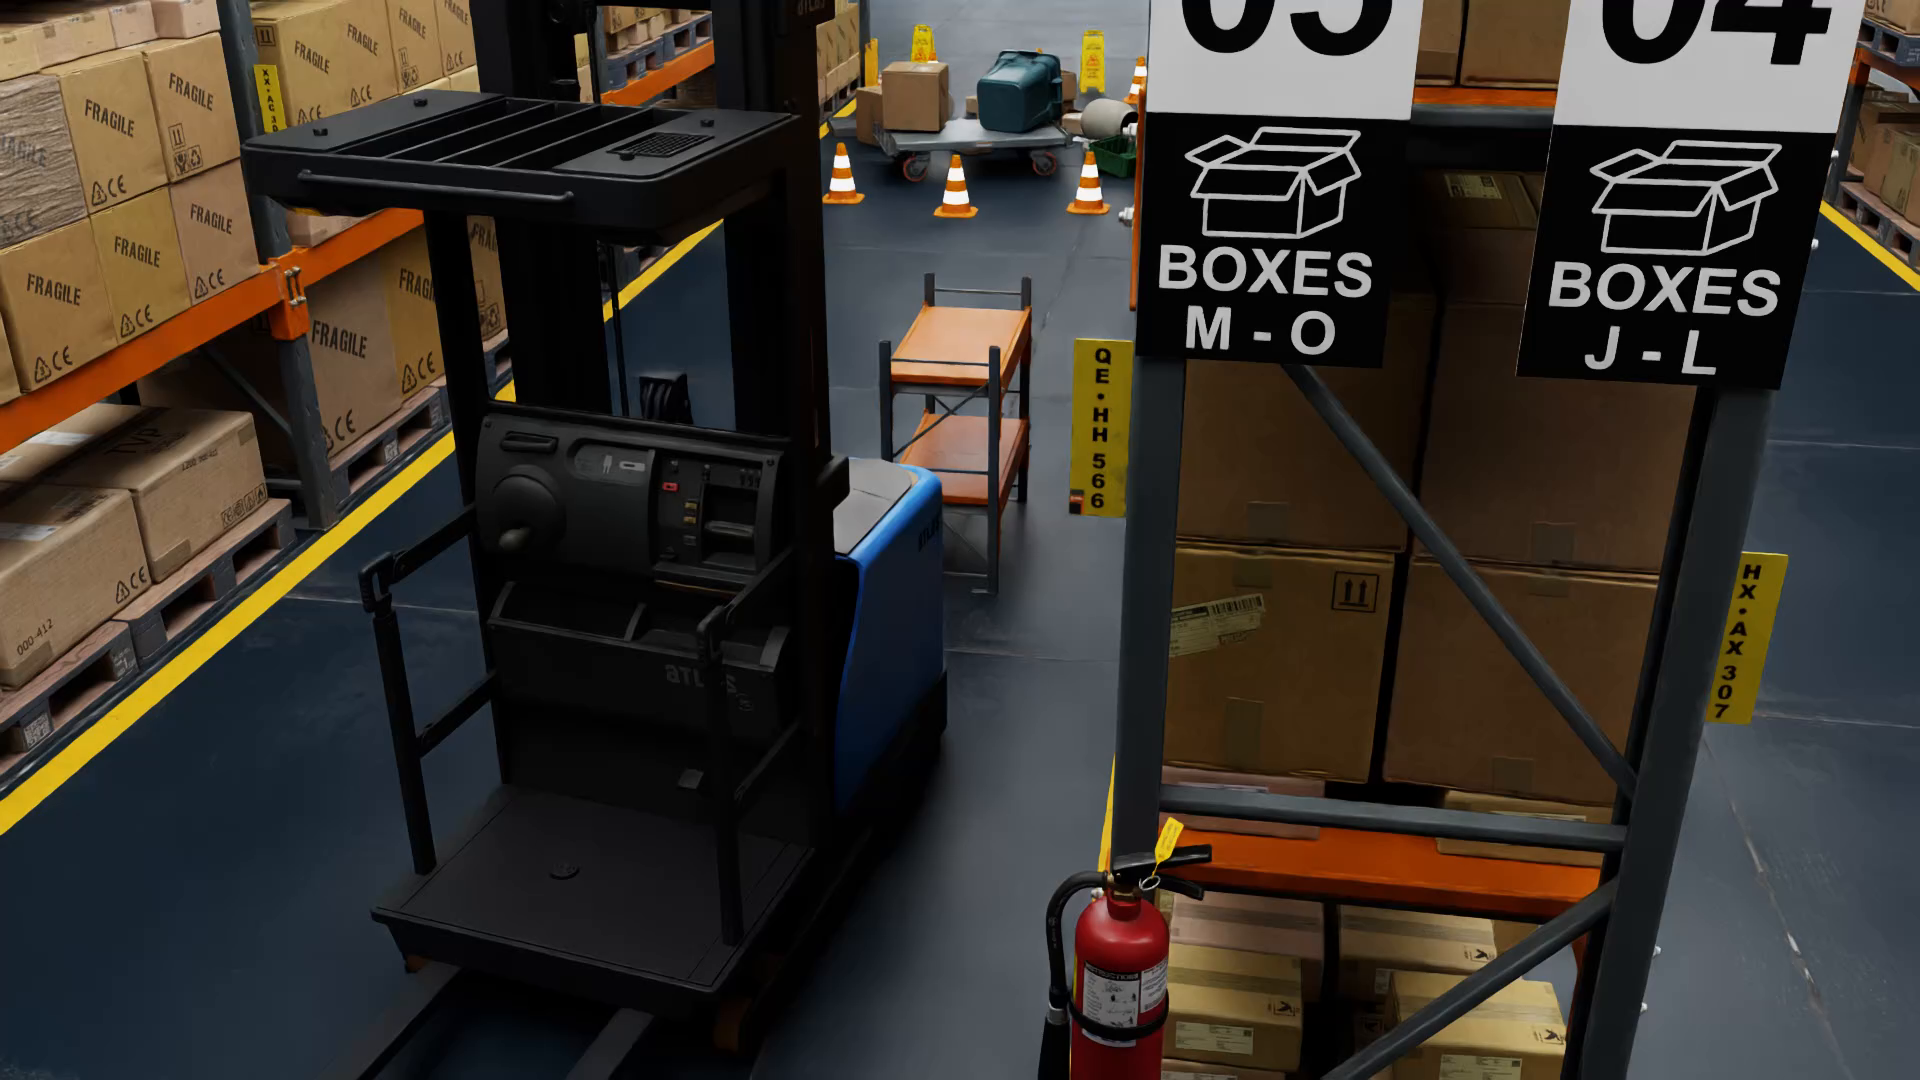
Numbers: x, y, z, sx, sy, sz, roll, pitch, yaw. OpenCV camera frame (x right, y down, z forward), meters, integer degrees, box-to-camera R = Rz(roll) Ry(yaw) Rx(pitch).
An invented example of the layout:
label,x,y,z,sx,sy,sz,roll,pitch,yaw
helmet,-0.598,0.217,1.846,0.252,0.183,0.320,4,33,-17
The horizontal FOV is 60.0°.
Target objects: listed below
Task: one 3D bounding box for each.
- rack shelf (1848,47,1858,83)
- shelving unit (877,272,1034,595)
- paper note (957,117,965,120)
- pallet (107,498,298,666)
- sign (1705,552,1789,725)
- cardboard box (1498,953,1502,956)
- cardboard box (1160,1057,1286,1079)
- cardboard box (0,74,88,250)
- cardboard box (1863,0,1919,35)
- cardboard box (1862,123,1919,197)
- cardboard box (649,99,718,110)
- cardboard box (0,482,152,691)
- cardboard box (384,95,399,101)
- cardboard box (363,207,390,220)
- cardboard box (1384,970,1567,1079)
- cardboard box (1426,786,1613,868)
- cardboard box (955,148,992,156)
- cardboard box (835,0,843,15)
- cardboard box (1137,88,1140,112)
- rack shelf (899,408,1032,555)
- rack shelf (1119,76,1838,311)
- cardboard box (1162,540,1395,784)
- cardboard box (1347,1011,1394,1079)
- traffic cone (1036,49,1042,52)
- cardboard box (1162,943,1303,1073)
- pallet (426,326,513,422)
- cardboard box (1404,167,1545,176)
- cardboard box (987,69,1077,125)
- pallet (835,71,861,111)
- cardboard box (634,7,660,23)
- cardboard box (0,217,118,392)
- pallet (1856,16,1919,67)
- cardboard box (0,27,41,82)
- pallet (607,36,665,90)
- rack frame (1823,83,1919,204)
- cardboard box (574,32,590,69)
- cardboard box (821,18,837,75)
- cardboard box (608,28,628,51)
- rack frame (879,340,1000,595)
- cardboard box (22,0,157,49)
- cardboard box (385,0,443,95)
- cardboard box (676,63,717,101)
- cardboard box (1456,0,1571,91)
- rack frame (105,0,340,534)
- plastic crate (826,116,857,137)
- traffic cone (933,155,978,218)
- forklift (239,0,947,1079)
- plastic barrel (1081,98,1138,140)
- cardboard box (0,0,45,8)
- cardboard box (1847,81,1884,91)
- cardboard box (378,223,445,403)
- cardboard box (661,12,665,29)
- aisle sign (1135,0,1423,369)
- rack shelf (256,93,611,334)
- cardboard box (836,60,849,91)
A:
label,x,y,z,sx,sy,sz,roll,pitch,yaw
rack shelf,7.953,-4.620,14.930,1.077,0.370,4.000,4,25,9
shelving unit,-0.001,-0.507,7.505,0.538,1.125,1.048,4,25,9
paper note,0.025,-4.241,16.787,0.148,0.019,0.142,13,28,26
pallet,-3.660,0.126,7.232,1.003,0.211,1.213,4,25,9
sign,1.323,0.169,2.829,0.100,0.325,0.005,4,25,9
cardboard box,1.335,1.109,4.710,0.380,0.149,0.250,4,25,9
cardboard box,0.593,1.250,4.059,0.380,0.149,0.250,3,25,7
cardboard box,-3.428,-1.306,5.705,0.500,0.500,0.500,4,25,9
cardboard box,7.358,-4.248,12.085,1.000,1.000,1.000,4,25,9
cardboard box,7.504,-2.921,12.882,0.700,0.500,0.500,2,25,4
cardboard box,-2.234,-3.576,14.456,0.950,0.372,0.625,4,25,9
cardboard box,-3.813,0.150,6.418,0.875,0.438,0.875,3,25,7
cardboard box,-3.051,-1.993,8.056,0.500,0.250,0.500,4,25,9
cardboard box,-3.043,-1.764,8.158,0.500,0.250,0.500,3,25,7
cardboard box,1.209,1.160,3.900,0.380,0.149,0.250,3,25,6
cardboard box,1.164,0.525,3.387,0.380,0.149,0.250,4,25,8
cardboard box,0.100,-3.749,15.447,0.258,0.266,0.396,-14,29,-27
cardboard box,-1.409,-5.431,16.912,0.380,0.149,0.250,4,25,9
cardboard box,1.990,-4.084,15.883,0.500,0.500,0.500,8,26,18
rack shelf,-0.001,-0.285,7.609,0.538,0.278,1.000,4,25,9
rack shelf,1.115,-1.345,4.396,1.077,0.370,4.000,4,25,9
cardboard box,0.607,0.138,3.448,0.500,0.500,0.500,5,25,10
cardboard box,1.127,1.289,3.975,0.380,0.149,0.250,5,26,11
traffic cone,0.856,-5.116,18.133,0.336,0.463,0.334,4,25,9
cardboard box,0.624,1.116,3.992,0.380,0.149,0.250,4,25,9
pallet,-3.210,-1.027,9.694,1.003,0.211,1.213,4,25,9
cardboard box,1.306,-0.706,4.072,0.500,0.500,0.500,3,25,7
cardboard box,0.713,-4.428,16.616,0.797,0.503,0.637,-14,29,-27
pallet,-1.677,-4.837,17.834,1.003,0.211,1.213,4,25,9
cardboard box,-2.425,-3.884,11.544,0.500,0.500,0.500,5,26,11
cardboard box,-3.428,-0.857,5.924,0.500,0.500,0.500,4,25,8
pallet,7.357,-3.713,12.370,1.003,0.211,1.213,4,25,9
cardboard box,-3.424,-1.670,5.717,0.380,0.149,0.250,4,25,8
pallet,-2.793,-3.341,11.576,1.213,0.211,1.003,4,25,9
rack frame,7.626,-4.109,12.990,1.000,3.000,0.127,4,25,9
cardboard box,-2.633,-3.061,10.339,0.500,0.250,0.500,4,25,8
cardboard box,-1.542,-4.971,16.695,0.500,0.500,0.500,3,25,7
cardboard box,-2.489,-3.438,11.358,0.380,0.149,0.250,2,25,5
rack frame,-0.084,-0.294,7.051,0.500,1.125,0.032,4,25,9
cardboard box,-3.345,-1.988,6.397,0.380,0.149,0.250,5,25,10
cardboard box,-2.963,-2.536,8.333,0.500,0.500,0.500,3,25,7
cardboard box,-2.319,-4.346,15.361,0.500,0.500,0.500,4,25,8
cardboard box,1.113,-0.937,2.852,0.500,0.250,0.500,5,26,10
rack frame,-3.458,-1.450,7.309,1.000,3.000,0.127,4,25,9
plastic crate,-1.085,-4.073,16.358,0.402,0.080,0.583,-5,25,-10
traffic cone,-0.033,-2.841,13.273,0.336,0.463,0.334,4,25,9
forklift,-1.004,-0.079,4.461,1.130,2.935,3.031,8,26,17
plastic barrel,1.421,-3.909,15.602,0.421,0.421,0.512,-20,32,-36
cardboard box,-3.792,-2.019,6.463,0.380,0.149,0.250,4,25,9
cardboard box,7.841,-3.837,14.862,0.500,0.500,0.500,2,25,4
cardboard box,-3.296,-1.321,9.045,0.875,0.875,0.875,5,26,10
cardboard box,-2.371,-3.769,12.065,0.380,0.149,0.250,6,26,12
aisle sign,0.480,-0.644,2.521,0.394,0.787,0.004,4,25,9
rack shelf,-3.132,-1.960,9.249,1.077,0.370,4.000,4,25,9
cardboard box,-1.456,-4.841,17.301,0.500,0.250,0.500,4,25,9
